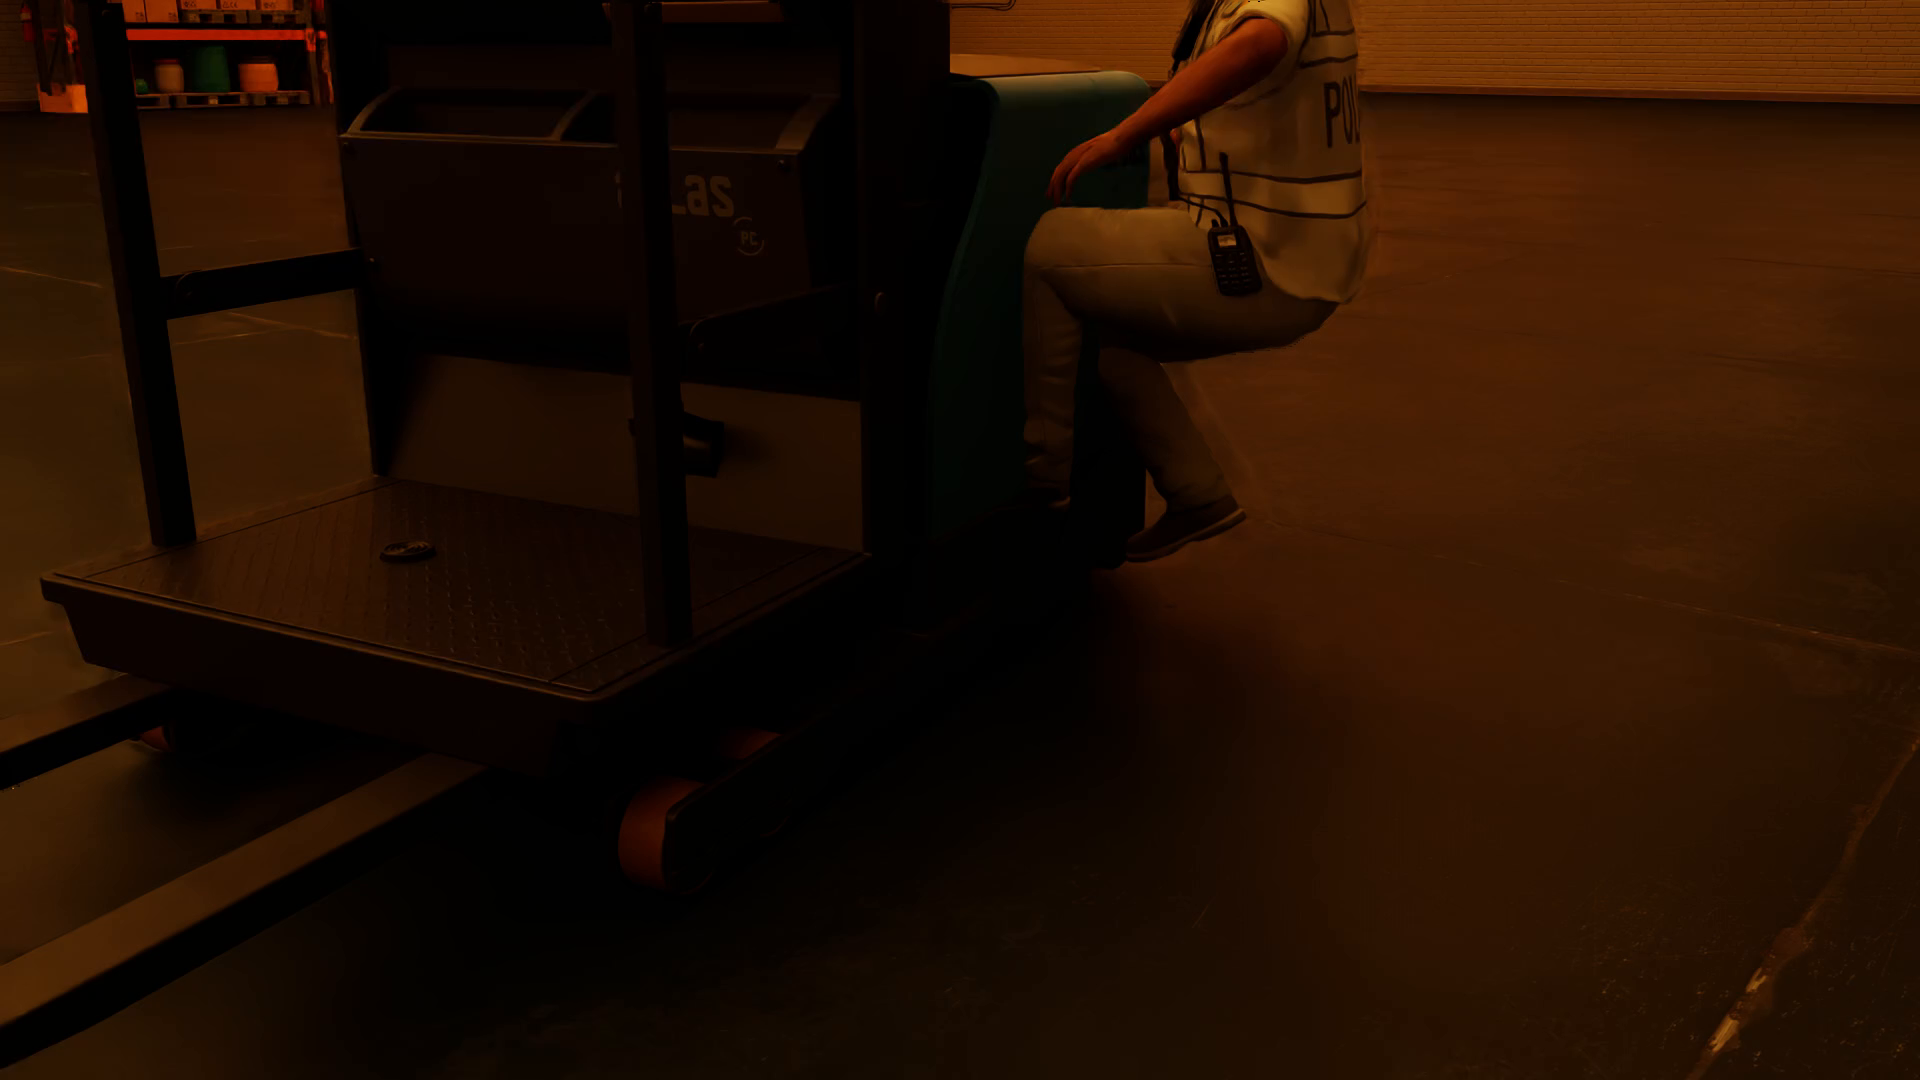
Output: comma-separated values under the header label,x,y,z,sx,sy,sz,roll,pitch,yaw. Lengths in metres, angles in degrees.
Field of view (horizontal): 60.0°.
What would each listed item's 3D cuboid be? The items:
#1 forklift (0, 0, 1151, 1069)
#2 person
label,x,y,z,sx,sy,sz,roll,pitch,yaw
forklift,-0.709,-1.055,2.373,1.130,2.935,3.031,9,19,26
person,0.362,-0.597,3.185,0.800,1.442,0.998,6,18,19
